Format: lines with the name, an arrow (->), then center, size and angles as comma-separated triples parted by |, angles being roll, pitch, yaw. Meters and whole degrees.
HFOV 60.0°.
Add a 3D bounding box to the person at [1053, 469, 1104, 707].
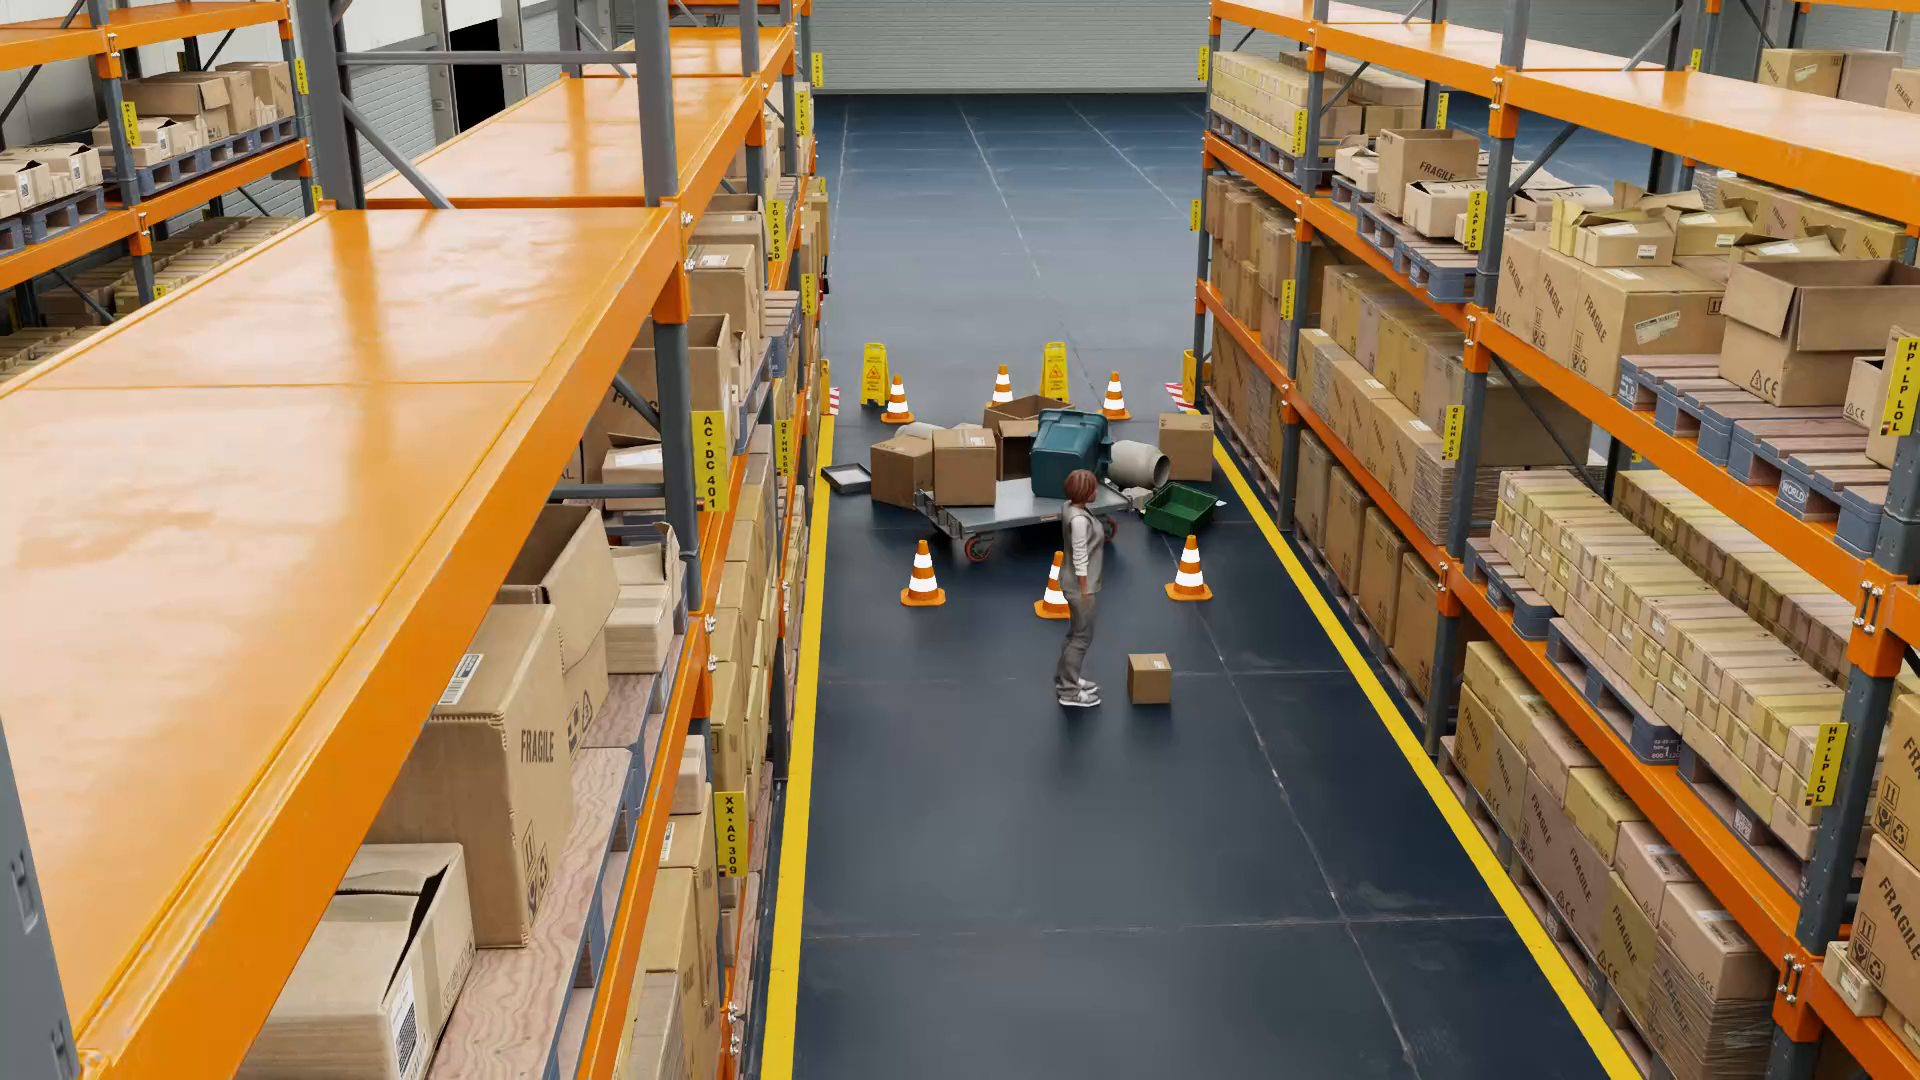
person -> 0.777, 0.299, 10.807 | 0.308, 1.596, 0.405 | -1, 21, -2
